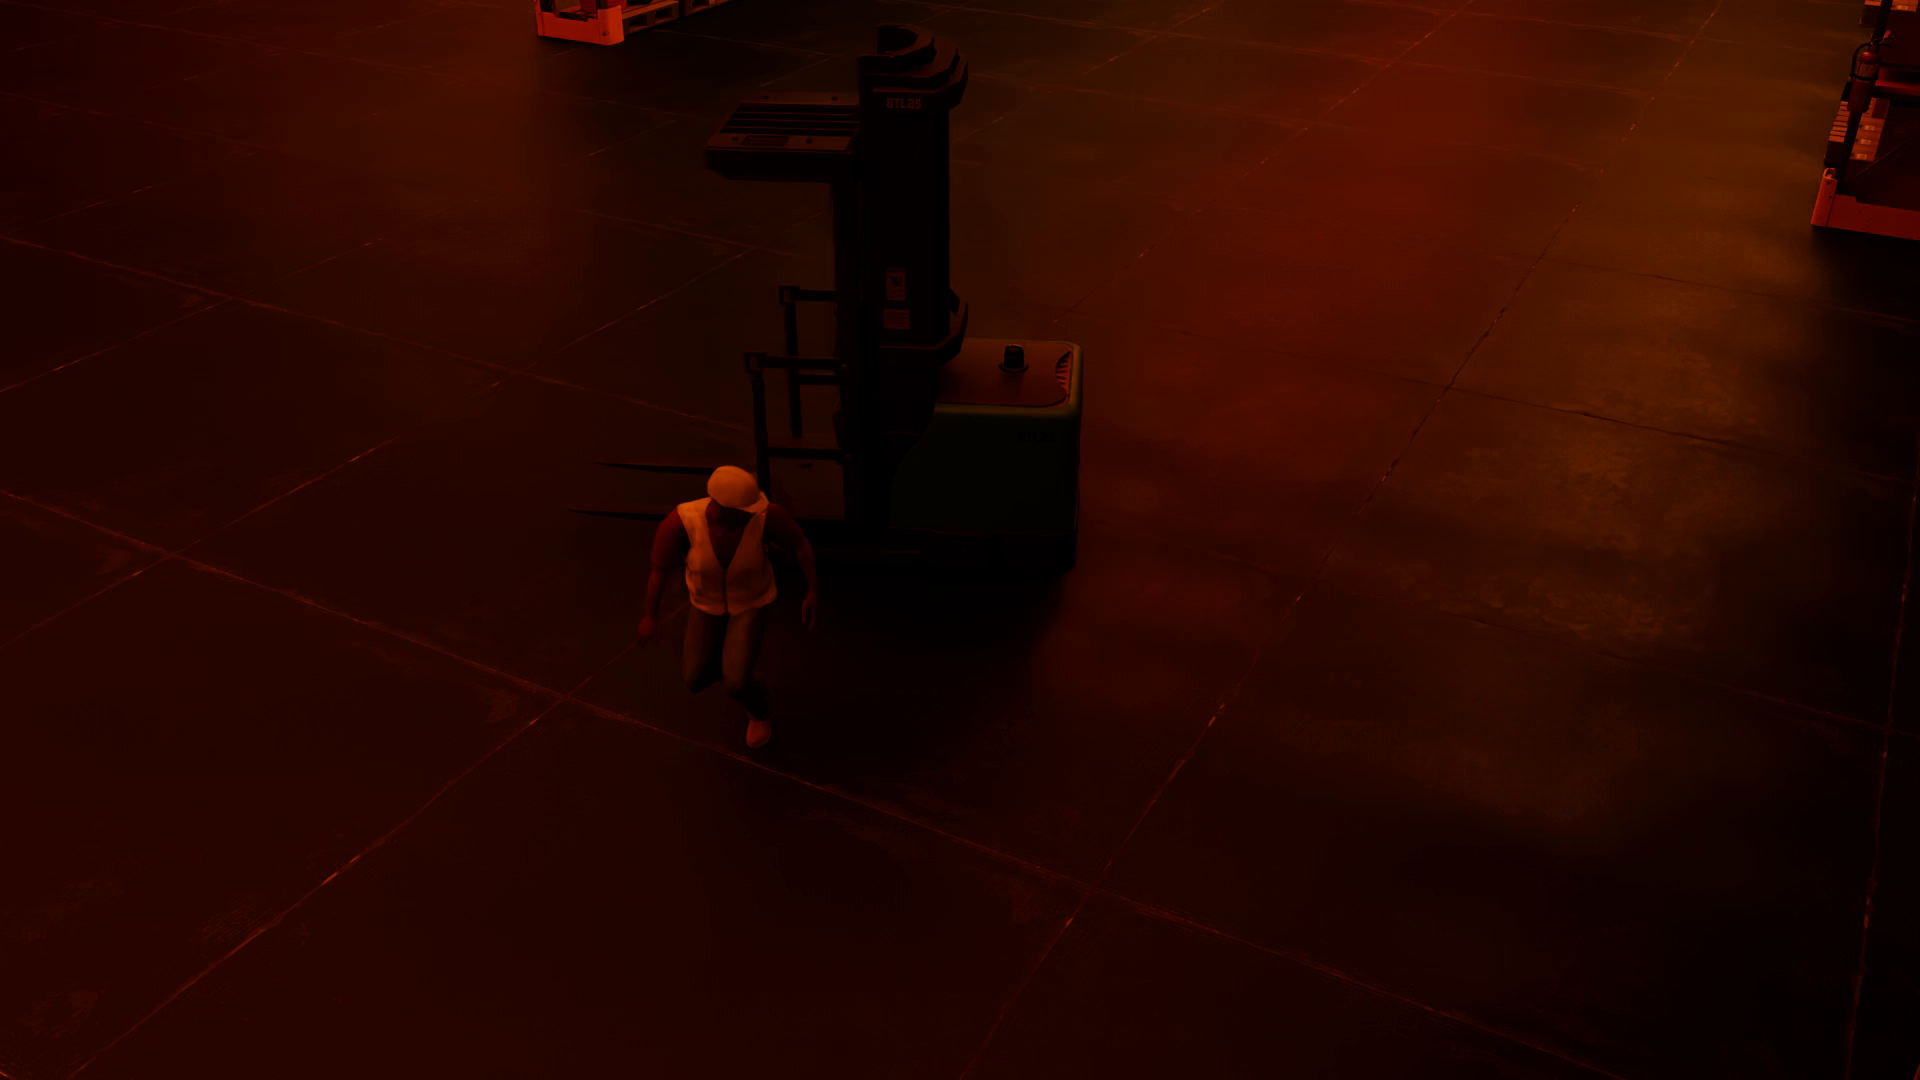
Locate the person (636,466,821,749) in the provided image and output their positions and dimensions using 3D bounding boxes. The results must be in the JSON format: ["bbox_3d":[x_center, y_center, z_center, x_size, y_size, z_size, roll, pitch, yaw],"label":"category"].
[{"bbox_3d":[-1.103,0.247,8.042,0.873,1.556,0.647,3,30,5],"label":"person"}]

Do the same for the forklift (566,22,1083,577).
[{"bbox_3d":[-0.803,-1.355,9.418,3.031,2.935,1.130,3,30,5],"label":"forklift"}]
